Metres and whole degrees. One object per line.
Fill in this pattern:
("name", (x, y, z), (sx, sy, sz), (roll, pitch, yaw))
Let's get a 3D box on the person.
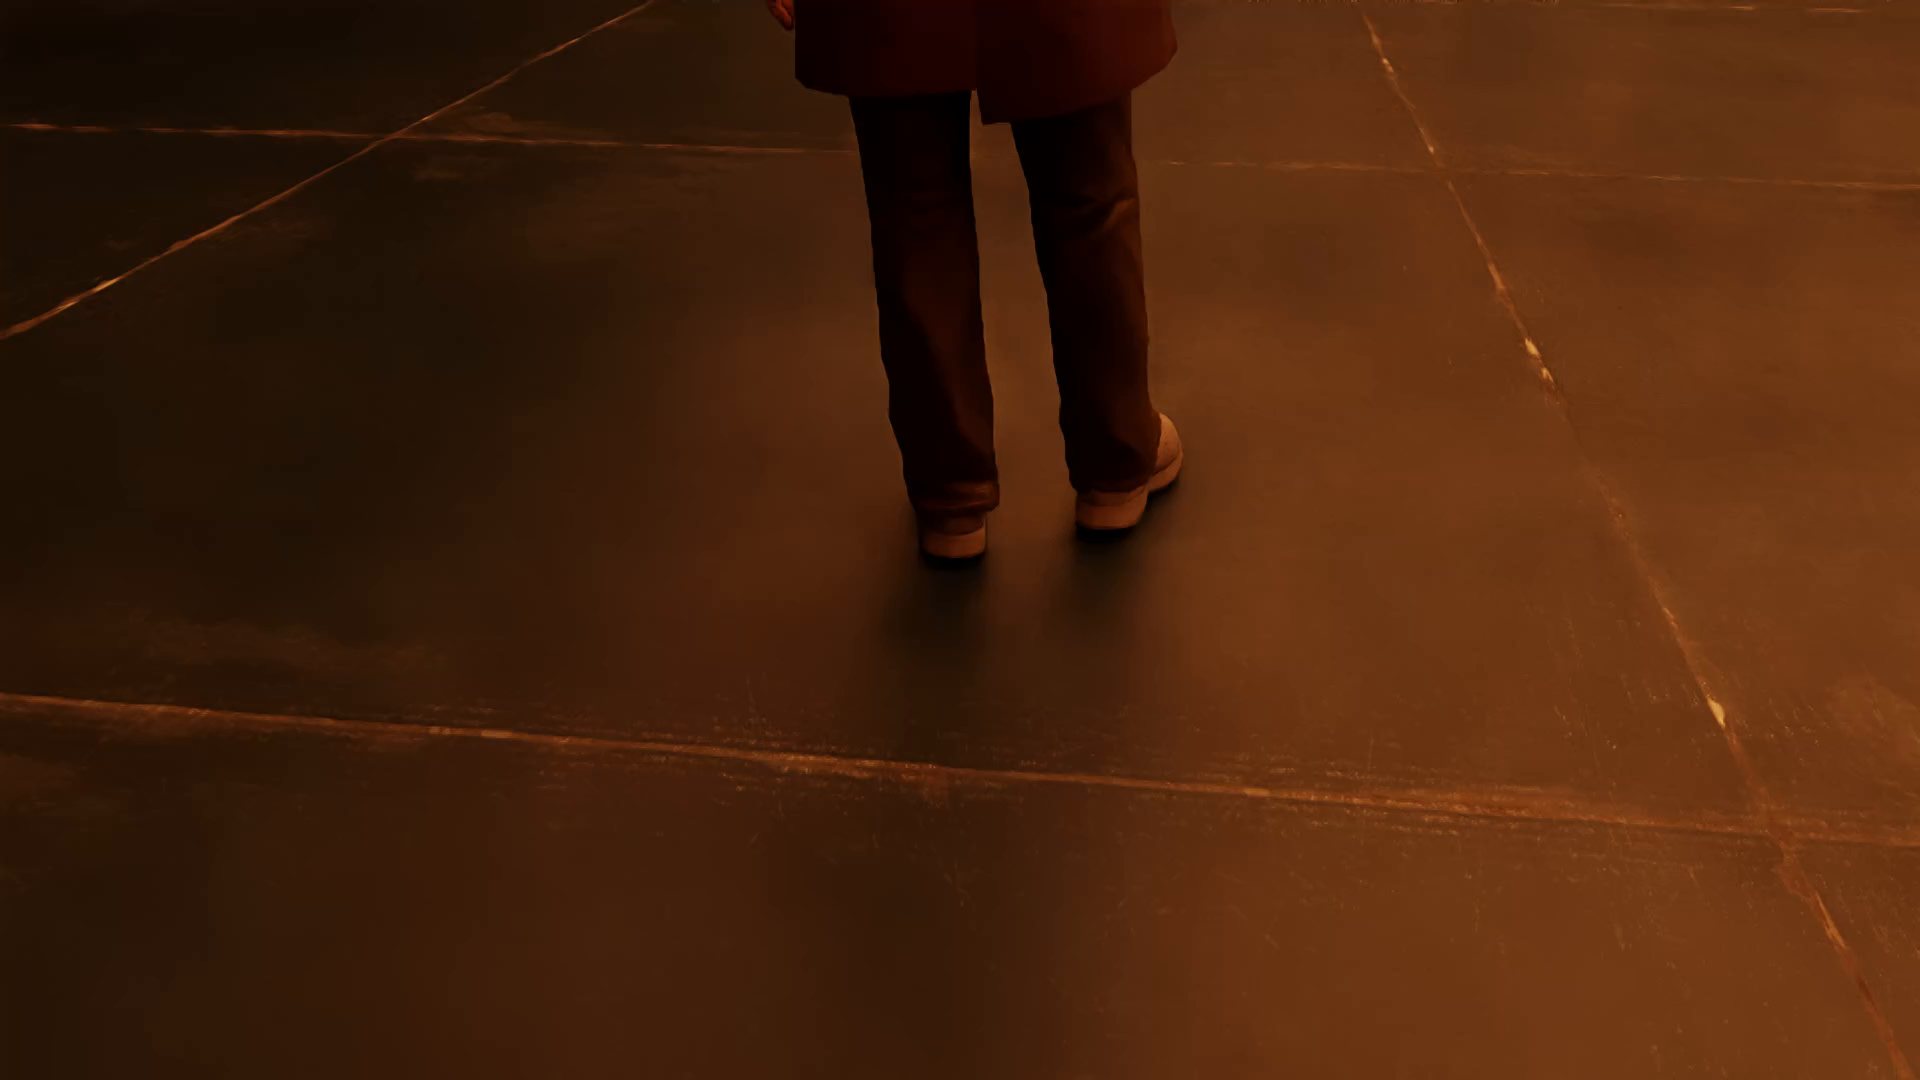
("person", (0.017, -0.842, 2.180), (0.694, 1.776, 0.580), (3, 27, 7))
